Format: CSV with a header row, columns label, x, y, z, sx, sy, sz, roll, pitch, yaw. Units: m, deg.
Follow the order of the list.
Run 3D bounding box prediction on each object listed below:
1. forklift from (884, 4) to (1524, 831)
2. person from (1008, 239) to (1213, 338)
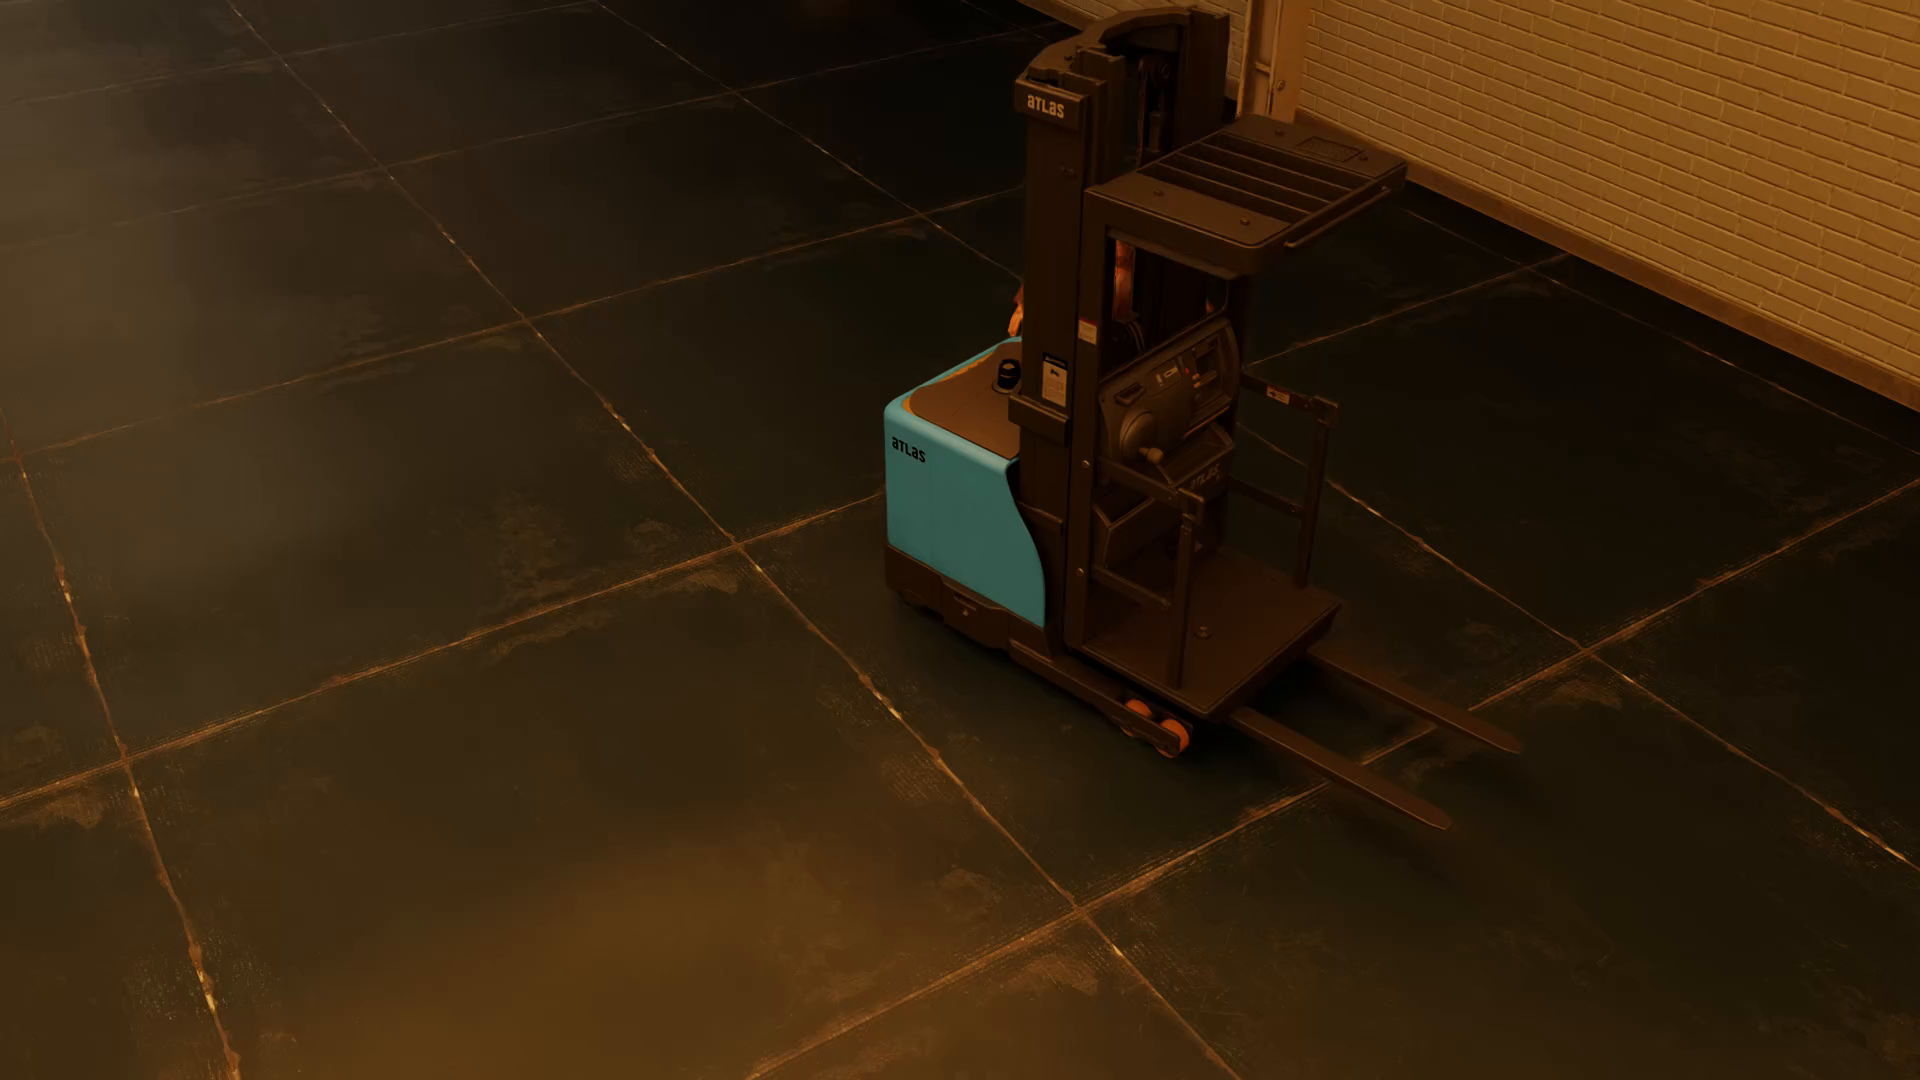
label,x,y,z,sx,sy,sz,roll,pitch,yaw
forklift,1.056,-0.584,6.978,3.031,2.935,1.130,28,44,33
person,0.682,-0.822,8.432,1.076,1.655,0.805,23,41,30
